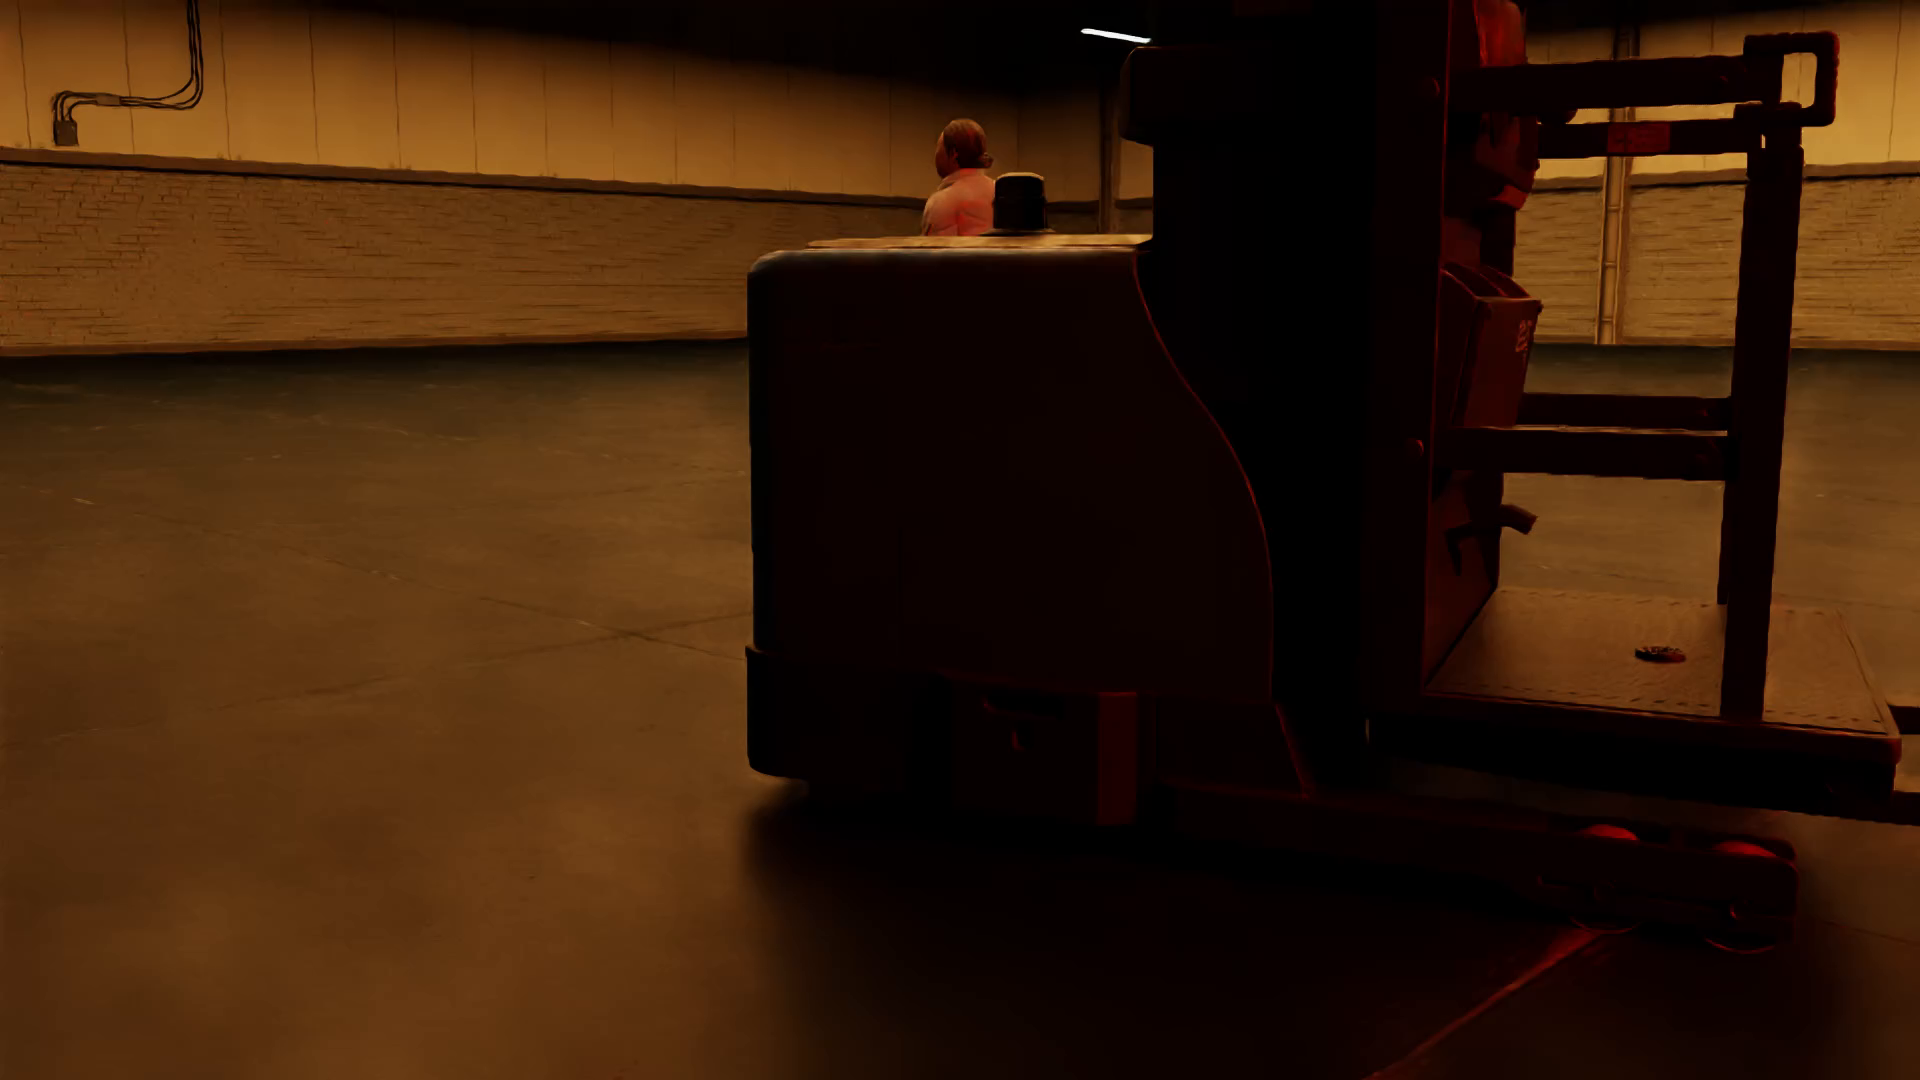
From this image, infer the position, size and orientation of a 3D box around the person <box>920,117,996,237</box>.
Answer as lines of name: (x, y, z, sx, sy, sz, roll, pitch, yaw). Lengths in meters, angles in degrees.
person: (-0.049, -0.833, 6.672, 0.502, 1.650, 0.599, 8, 12, 43)

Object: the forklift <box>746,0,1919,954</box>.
forklift: (1.143, -0.909, 2.911, 3.031, 2.935, 1.130, 4, 9, 24)
